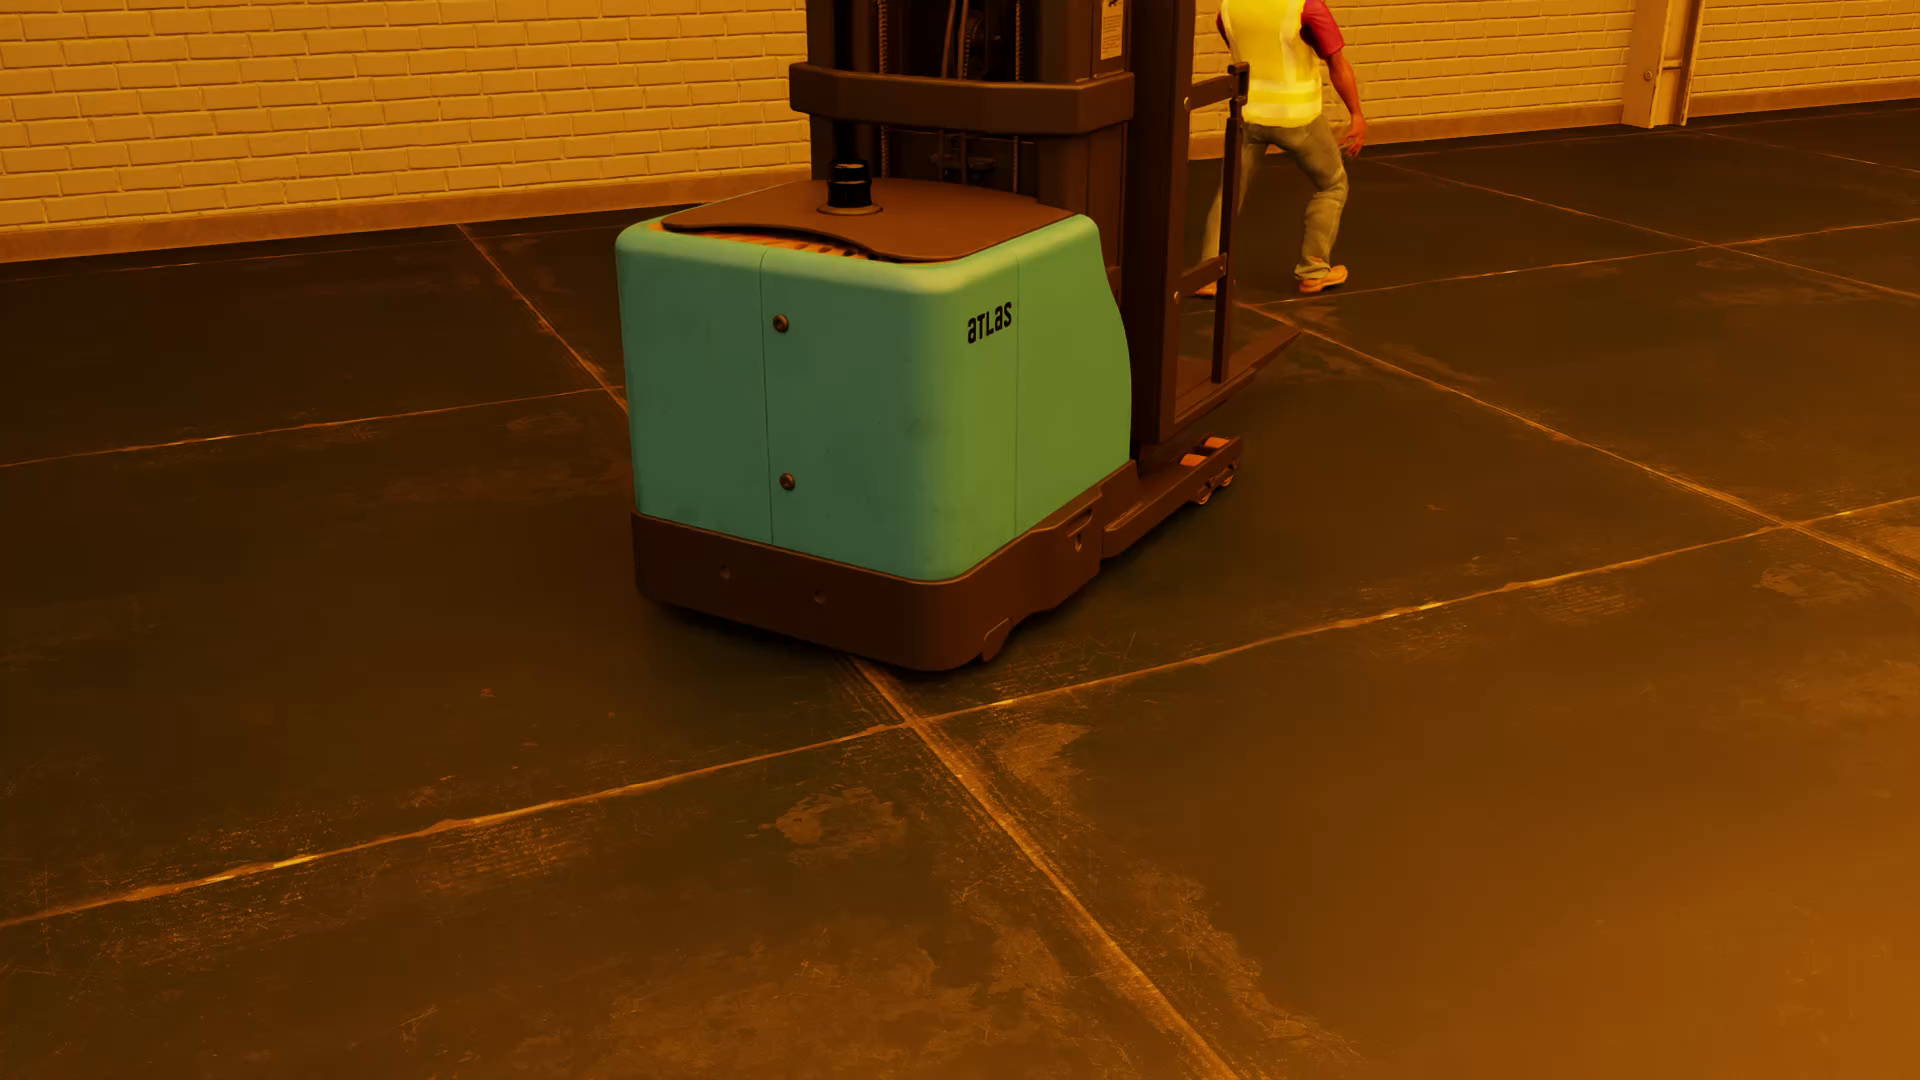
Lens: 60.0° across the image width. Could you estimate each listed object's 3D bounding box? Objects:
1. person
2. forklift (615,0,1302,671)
[{"bbox_3d":[1.545,-1.991,7.716,0.753,1.690,0.817,13,26,29],"label":"person"},{"bbox_3d":[0.285,-1.547,5.010,1.130,2.935,3.031,13,26,28],"label":"forklift"}]
